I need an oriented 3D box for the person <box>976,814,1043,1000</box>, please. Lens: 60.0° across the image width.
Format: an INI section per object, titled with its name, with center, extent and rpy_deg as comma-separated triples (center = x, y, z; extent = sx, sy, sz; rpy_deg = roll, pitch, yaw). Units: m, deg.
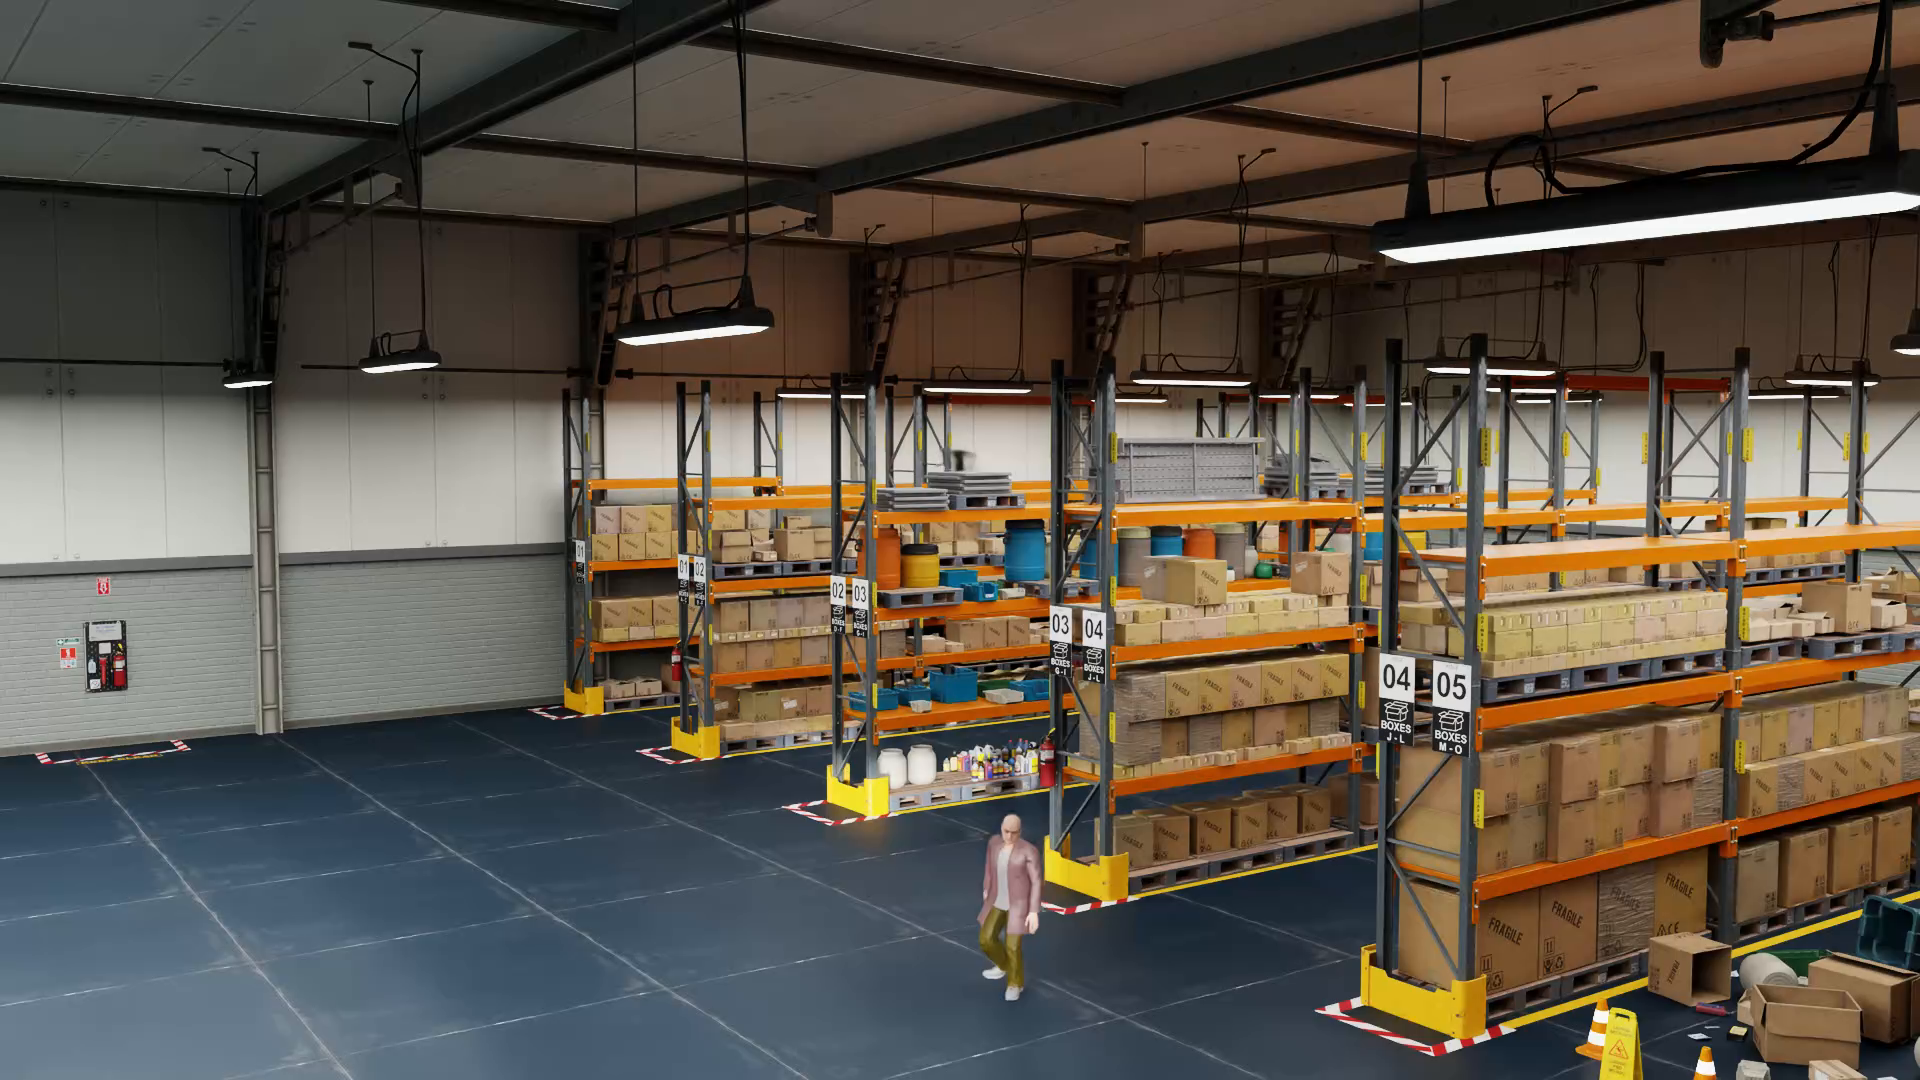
[person]
center = 0.481, 3.305, 15.189
extent = 0.730, 1.705, 0.562
rpy_deg = 2, 4, 28
